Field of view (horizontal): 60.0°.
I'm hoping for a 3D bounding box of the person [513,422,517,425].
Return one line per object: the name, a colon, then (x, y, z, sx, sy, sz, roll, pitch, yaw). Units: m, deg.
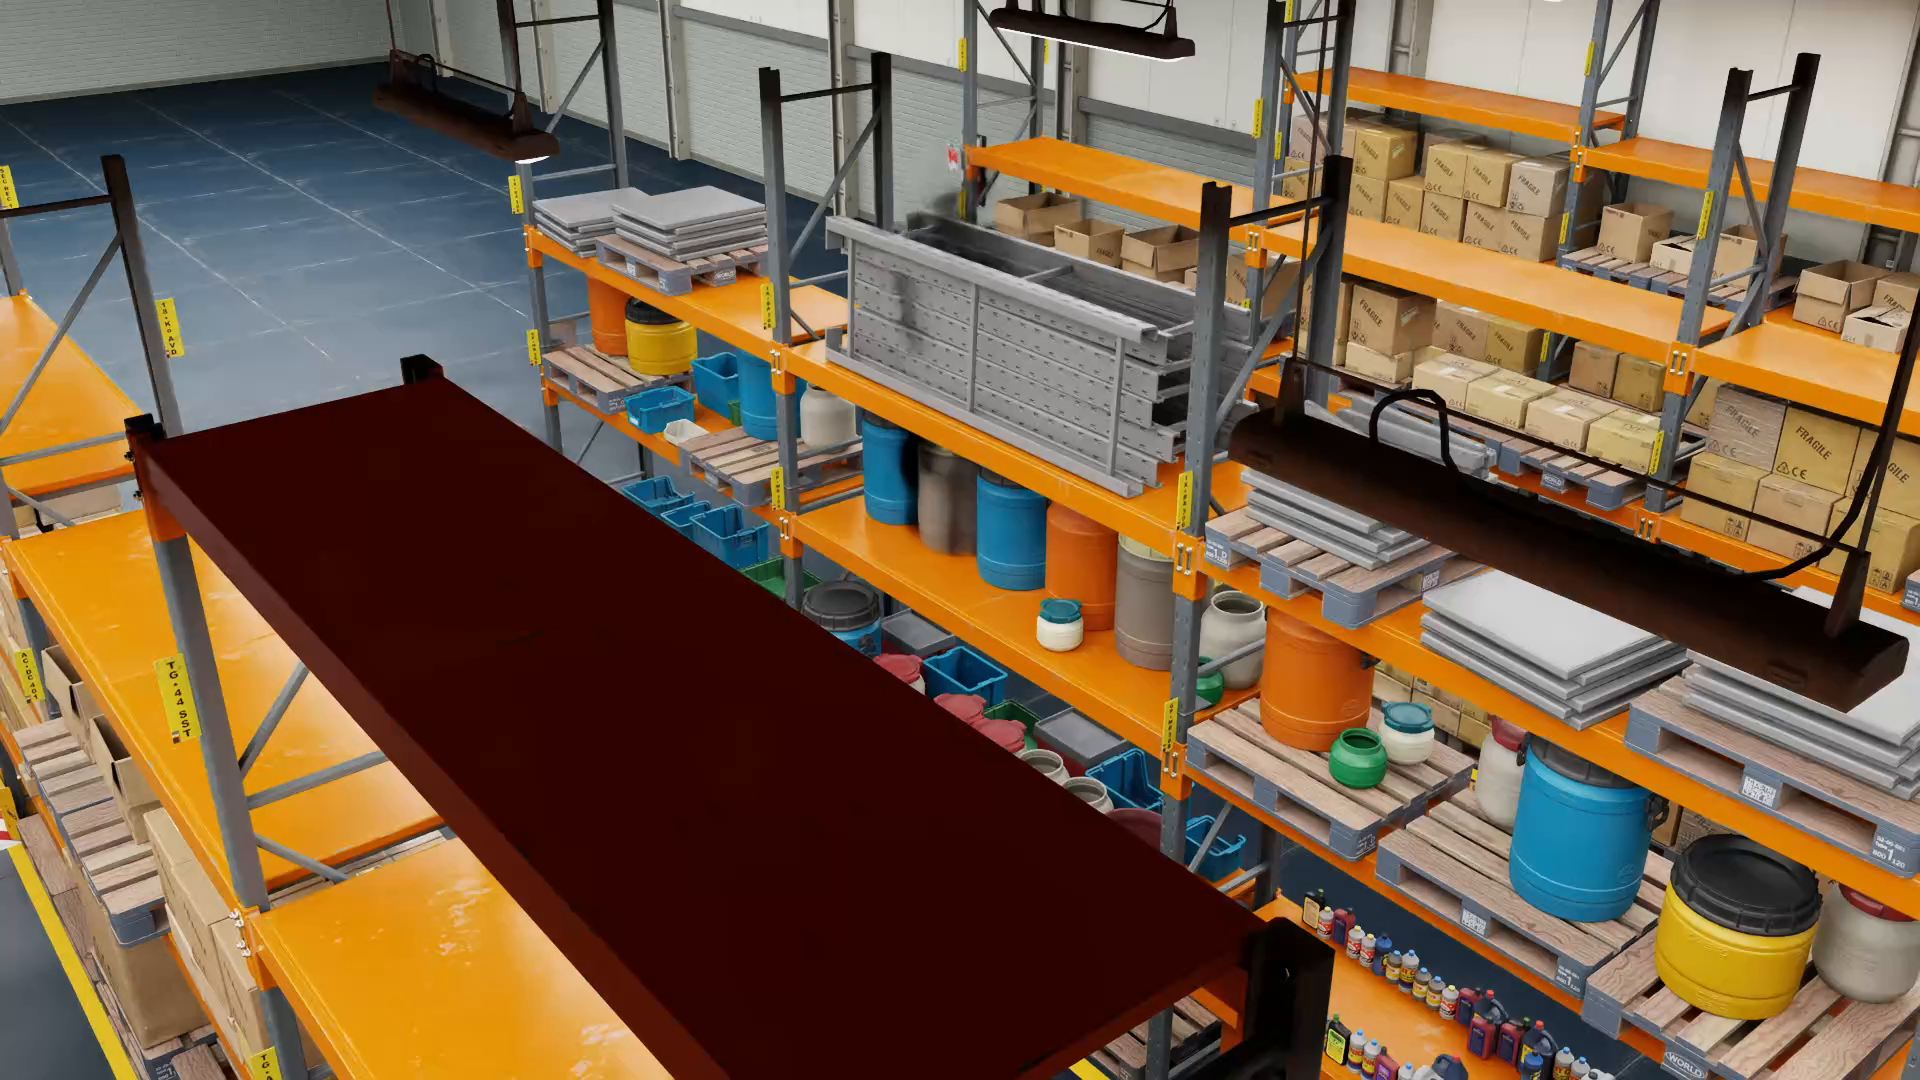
person: (-4.615, -0.461, 17.347, 0.672, 1.664, 0.600, -3, 26, -7)
